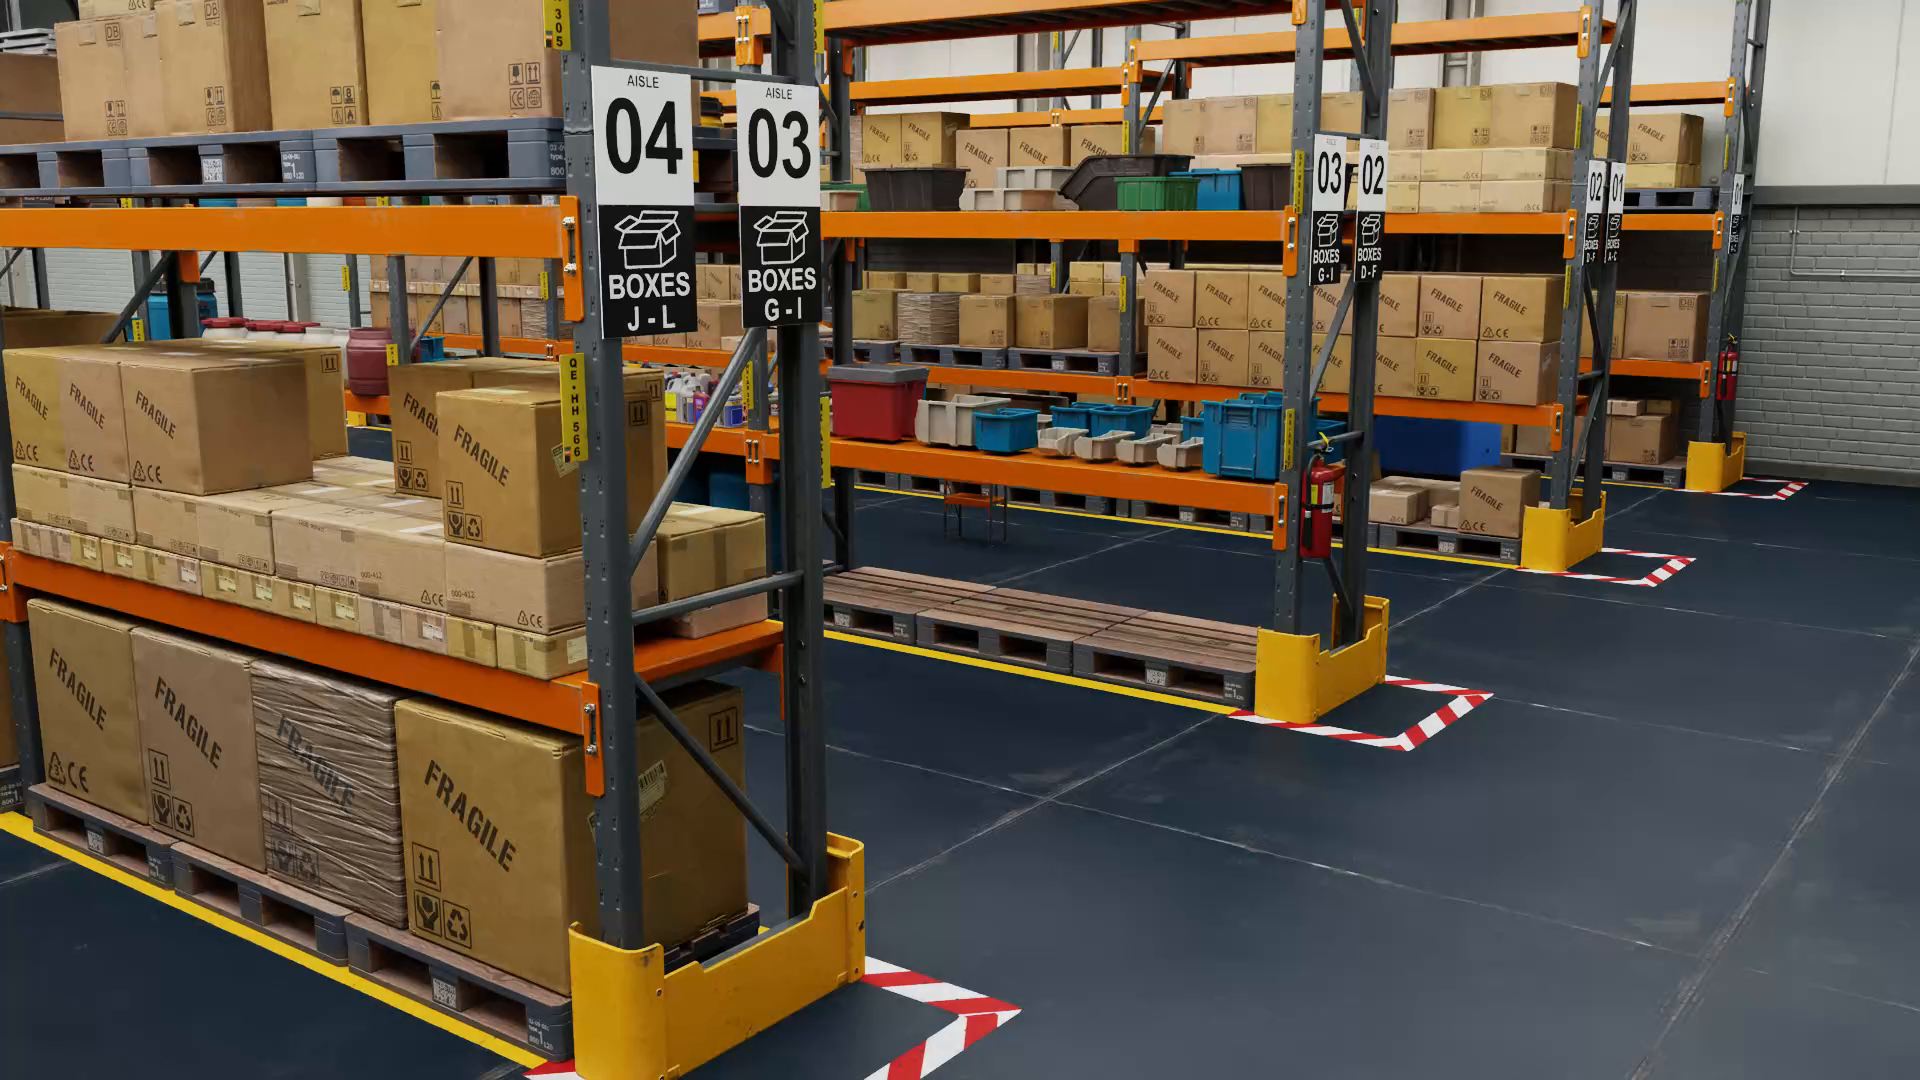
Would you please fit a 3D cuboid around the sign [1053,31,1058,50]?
[{"bbox_3d":[1.204,-6.328,20.880,0.005,0.325,0.100,8,13,36],"label":"sign"}]

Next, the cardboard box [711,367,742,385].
[{"bbox_3d":[-3.405,-2.612,25.556,0.500,0.500,0.700,7,13,32],"label":"cardboard box"}]

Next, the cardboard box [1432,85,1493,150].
[{"bbox_3d":[4.260,-3.448,13.664,0.500,0.500,0.700,8,13,36],"label":"cardboard box"}]

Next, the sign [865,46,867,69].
[{"bbox_3d":[-1.383,-6.987,24.075,0.005,0.325,0.100,8,13,36],"label":"sign"}]

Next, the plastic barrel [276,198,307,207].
[{"bbox_3d":[-5.978,-3.450,15.250,0.708,0.901,0.600,8,13,36],"label":"plastic barrel"}]

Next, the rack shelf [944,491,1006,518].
[{"bbox_3d":[0.133,-0.309,14.370,0.480,0.148,0.258,8,13,36],"label":"rack shelf"}]

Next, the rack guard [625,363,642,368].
[{"bbox_3d":[-4.869,-2.633,26.824,0.348,0.500,1.175,8,13,36],"label":"rack guard"}]

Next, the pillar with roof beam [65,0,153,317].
[{"bbox_3d":[-20.911,-8.233,33.392,0.548,9.000,9.100,8,13,36],"label":"pillar with roof beam"}]

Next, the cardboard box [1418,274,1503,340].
[{"bbox_3d":[4.107,-1.916,13.640,0.500,0.500,0.500,8,14,37],"label":"cardboard box"}]

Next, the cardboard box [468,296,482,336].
[{"bbox_3d":[-5.828,-2.874,21.223,0.500,0.500,0.700,8,14,36],"label":"cardboard box"}]

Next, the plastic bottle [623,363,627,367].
[{"bbox_3d":[-2.743,-1.296,13.459,0.185,0.351,0.144,8,13,36],"label":"plastic bottle"}]

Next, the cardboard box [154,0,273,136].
[{"bbox_3d":[-2.620,-1.801,6.415,0.500,0.500,0.700,9,14,38],"label":"cardboard box"}]

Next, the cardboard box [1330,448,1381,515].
[{"bbox_3d":[3.330,-0.541,14.842,0.637,0.503,0.797,8,13,36],"label":"cardboard box"}]

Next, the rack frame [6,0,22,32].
[{"bbox_3d":[-10.795,-5.298,18.221,0.127,3.000,1.000,8,13,36],"label":"rack frame"}]

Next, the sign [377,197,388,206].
[{"bbox_3d":[-4.667,-2.789,13.427,0.005,0.325,0.100,8,13,36],"label":"sign"}]

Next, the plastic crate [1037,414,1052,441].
[{"bbox_3d":[0.459,-0.753,11.062,0.466,0.136,0.293,8,13,36],"label":"plastic crate"}]

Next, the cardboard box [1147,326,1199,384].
[{"bbox_3d":[2.062,-1.711,15.214,0.500,0.500,0.500,8,14,37],"label":"cardboard box"}]

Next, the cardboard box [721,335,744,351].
[{"bbox_3d":[-2.473,-2.222,18.780,0.250,0.149,0.380,9,14,40],"label":"cardboard box"}]

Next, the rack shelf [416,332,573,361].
[{"bbox_3d":[-6.248,-2.532,21.614,4.000,0.370,1.077,8,13,36],"label":"rack shelf"}]

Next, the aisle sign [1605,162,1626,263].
[{"bbox_3d":[5.265,-2.625,13.356,0.004,0.787,0.394,8,13,36],"label":"aisle sign"}]

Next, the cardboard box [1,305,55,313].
[{"bbox_3d":[-5.120,-0.936,8.566,0.637,0.503,0.797,8,14,36],"label":"cardboard box"}]

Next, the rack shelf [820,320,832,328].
[{"bbox_3d":[-0.095,-2.841,23.212,4.000,0.370,1.077,8,13,36],"label":"rack shelf"}]

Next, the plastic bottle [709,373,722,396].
[{"bbox_3d":[-1.882,-1.152,12.895,0.133,0.283,0.061,8,13,36],"label":"plastic bottle"}]

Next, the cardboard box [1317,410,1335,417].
[{"bbox_3d":[4.141,-1.724,20.096,0.750,0.750,0.750,8,14,36],"label":"cardboard box"}]

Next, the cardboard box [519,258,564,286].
[{"bbox_3d":[-4.997,-3.395,20.504,0.500,0.500,0.700,8,14,36],"label":"cardboard box"}]

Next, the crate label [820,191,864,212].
[{"bbox_3d":[-0.899,-2.247,11.044,0.466,0.136,0.293,8,13,36],"label":"crate label"}]

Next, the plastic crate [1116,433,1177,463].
[{"bbox_3d":[1.112,-0.552,10.023,0.243,0.136,0.396,8,13,36],"label":"plastic crate"}]

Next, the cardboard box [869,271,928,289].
[{"bbox_3d":[-0.870,-3.558,23.602,0.500,0.500,0.700,10,15,41],"label":"cardboard box"}]

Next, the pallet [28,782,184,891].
[{"bbox_3d":[-3.488,1.222,7.659,1.213,0.211,1.003,8,13,36],"label":"pallet"}]

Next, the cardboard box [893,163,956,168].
[{"bbox_3d":[-0.210,-3.573,16.939,0.500,0.500,0.910,8,13,36],"label":"cardboard box"}]

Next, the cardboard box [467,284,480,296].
[{"bbox_3d":[-6.004,-3.169,21.040,0.250,0.149,0.380,8,14,37],"label":"cardboard box"}]

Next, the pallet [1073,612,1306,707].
[{"bbox_3d":[1.460,0.717,10.268,1.213,0.211,1.003,8,13,36],"label":"pallet"}]

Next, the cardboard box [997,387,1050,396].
[{"bbox_3d":[0.906,-2.031,22.554,0.500,0.500,0.700,8,14,36],"label":"cardboard box"}]

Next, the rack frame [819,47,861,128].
[{"bbox_3d":[-1.412,-5.156,17.490,0.127,3.000,1.000,8,13,36],"label":"rack frame"}]

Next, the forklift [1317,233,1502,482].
[{"bbox_3d":[4.005,-2.001,17.158,3.031,2.935,1.130,8,14,37],"label":"forklift"}]

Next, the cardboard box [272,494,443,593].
[{"bbox_3d":[-2.197,0.004,6.222,0.500,0.250,0.500,7,13,34],"label":"cardboard box"}]

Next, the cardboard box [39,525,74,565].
[{"bbox_3d":[-3.801,-0.008,7.334,0.250,0.149,0.380,7,13,34],"label":"cardboard box"}]

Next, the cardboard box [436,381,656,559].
[{"bbox_3d":[-1.379,-0.250,5.563,0.500,0.500,0.500,8,14,36],"label":"cardboard box"}]

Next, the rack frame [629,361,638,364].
[{"bbox_3d":[-4.931,-3.869,26.631,0.127,3.000,1.000,8,13,36],"label":"rack frame"}]

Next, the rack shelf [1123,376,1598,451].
[{"bbox_3d":[3.424,-1.183,14.641,4.000,0.370,1.077,8,13,36],"label":"rack shelf"}]

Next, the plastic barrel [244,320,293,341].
[{"bbox_3d":[-6.338,-1.746,15.298,0.433,0.535,0.433,0,11,0],"label":"plastic barrel"}]

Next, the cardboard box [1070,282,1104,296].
[{"bbox_3d":[1.757,-3.081,21.457,0.500,0.500,0.500,8,14,37],"label":"cardboard box"}]

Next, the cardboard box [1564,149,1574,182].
[{"bbox_3d":[4.776,-3.053,13.597,0.500,0.250,0.500,8,13,36],"label":"cardboard box"}]

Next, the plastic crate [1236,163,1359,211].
[{"bbox_3d":[1.956,-2.048,9.665,0.590,0.269,0.497,8,13,36],"label":"plastic crate"}]

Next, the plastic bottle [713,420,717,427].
[{"bbox_3d":[-1.741,-0.909,11.855,0.097,0.201,0.097,0,11,0],"label":"plastic bottle"}]

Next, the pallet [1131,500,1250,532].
[{"bbox_3d":[2.365,-0.314,15.600,1.213,0.211,1.003,8,13,36],"label":"pallet"}]

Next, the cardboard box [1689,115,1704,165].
[{"bbox_3d":[7.520,-4.212,17.556,0.500,0.500,0.500,7,13,33],"label":"cardboard box"}]

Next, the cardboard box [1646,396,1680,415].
[{"bbox_3d":[7.561,-1.447,17.882,0.250,0.149,0.380,8,14,36],"label":"cardboard box"}]

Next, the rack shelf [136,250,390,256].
[{"bbox_3d":[-5.959,-2.797,15.087,4.000,0.370,1.077,8,13,36],"label":"rack shelf"}]

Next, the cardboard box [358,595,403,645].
[{"bbox_3d":[-1.926,0.253,5.986,0.250,0.149,0.380,8,14,37],"label":"cardboard box"}]

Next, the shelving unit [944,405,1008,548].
[{"bbox_3d":[0.133,-0.570,14.320,0.503,1.200,0.258,8,13,36],"label":"shelving unit"}]

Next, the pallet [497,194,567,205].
[{"bbox_3d":[-2.728,-2.583,12.585,1.213,0.211,1.003,8,13,36],"label":"pallet"}]
